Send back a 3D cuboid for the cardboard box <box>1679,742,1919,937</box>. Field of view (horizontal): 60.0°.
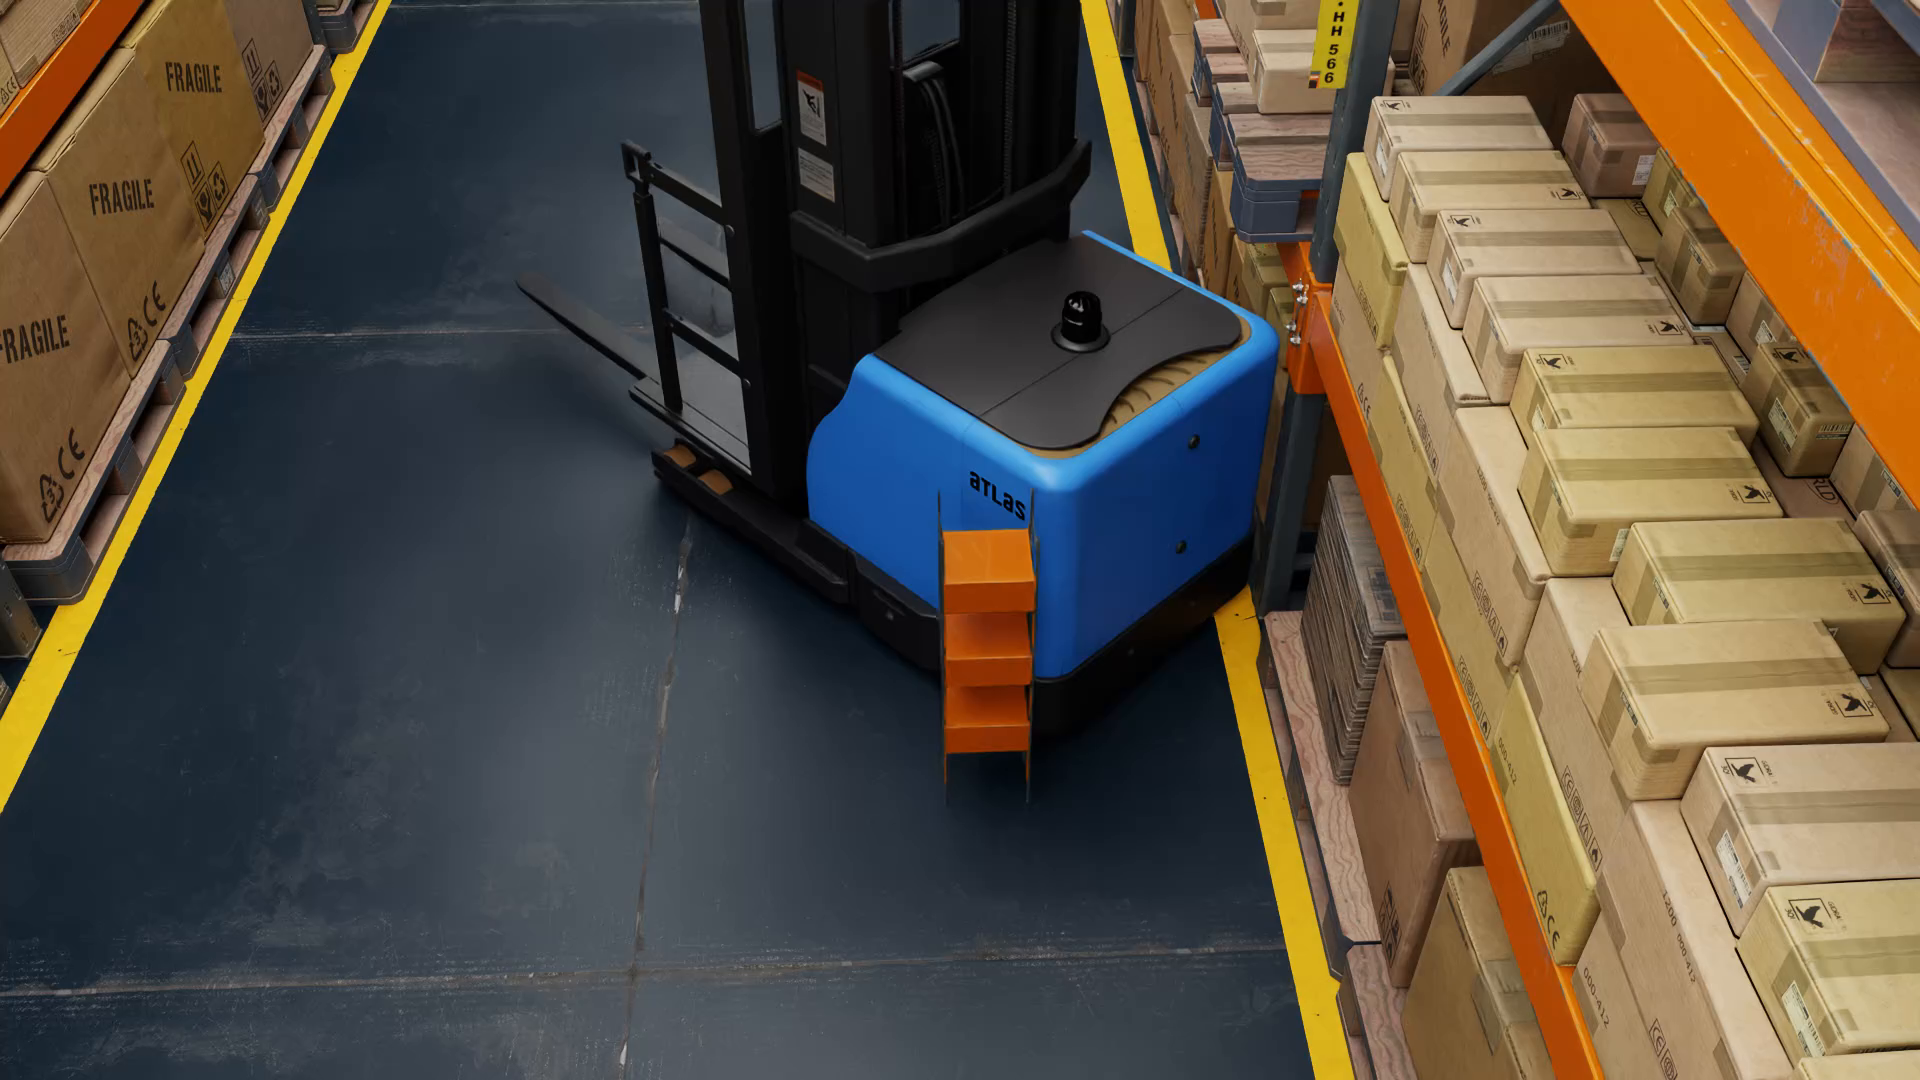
[{"bbox_3d":[1.325,0.446,2.490,0.380,0.149,0.250,-1,43,-1],"label":"cardboard box"}]

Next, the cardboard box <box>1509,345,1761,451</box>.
[{"bbox_3d":[1.308,-0.247,3.246,0.380,0.149,0.250,-1,43,-1],"label":"cardboard box"}]

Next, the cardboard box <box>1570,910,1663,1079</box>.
[{"bbox_3d":[1.345,0.855,2.708,0.500,0.250,0.500,-1,43,-2],"label":"cardboard box"}]

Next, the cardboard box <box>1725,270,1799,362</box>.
[{"bbox_3d":[1.844,-0.441,3.457,0.380,0.149,0.250,-2,43,-3],"label":"cardboard box"}]

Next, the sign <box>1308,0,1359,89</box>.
[{"bbox_3d":[0.934,-1.268,4.116,0.100,0.325,0.005,-2,43,-2],"label":"sign"}]

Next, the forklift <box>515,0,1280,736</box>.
[{"bbox_3d":[-0.445,-1.381,5.087,3.031,2.935,1.130,34,52,31],"label":"forklift"}]

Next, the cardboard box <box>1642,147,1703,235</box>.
[{"bbox_3d":[1.814,-0.781,3.829,0.380,0.149,0.250,-1,43,-1],"label":"cardboard box"}]

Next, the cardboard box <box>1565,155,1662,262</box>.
[{"bbox_3d":[1.772,-0.726,4.064,0.500,0.250,0.500,-1,43,-1],"label":"cardboard box"}]

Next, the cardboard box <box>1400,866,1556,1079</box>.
[{"bbox_3d":[1.553,1.145,3.728,0.875,0.625,0.625,-3,43,-4],"label":"cardboard box"}]

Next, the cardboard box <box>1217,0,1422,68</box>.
[{"bbox_3d":[1.107,-1.695,5.180,0.500,0.250,0.500,-3,43,-4],"label":"cardboard box"}]

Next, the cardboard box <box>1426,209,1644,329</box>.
[{"bbox_3d":[1.244,-0.592,3.622,0.380,0.149,0.250,-1,43,-1],"label":"cardboard box"}]

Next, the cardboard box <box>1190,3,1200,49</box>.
[{"bbox_3d":[1.165,-2.104,6.884,0.380,0.149,0.250,-2,43,-2],"label":"cardboard box"}]

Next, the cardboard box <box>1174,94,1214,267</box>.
[{"bbox_3d":[1.166,-1.447,6.648,0.500,0.500,0.500,-3,43,-3],"label":"cardboard box"}]

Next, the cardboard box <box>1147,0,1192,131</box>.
[{"bbox_3d":[1.134,-2.134,7.398,0.500,0.500,0.500,-2,43,-2],"label":"cardboard box"}]

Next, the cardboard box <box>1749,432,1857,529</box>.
[{"bbox_3d":[1.814,-0.043,3.318,0.500,0.250,0.500,-2,43,-2],"label":"cardboard box"}]

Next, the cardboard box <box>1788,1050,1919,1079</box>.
[{"bbox_3d":[1.278,0.793,2.111,0.380,0.149,0.250,-3,43,-3],"label":"cardboard box"}]

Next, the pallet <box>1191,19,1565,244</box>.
[{"bbox_3d":[1.377,-1.278,5.066,1.213,0.211,1.003,-2,43,-2],"label":"pallet"}]

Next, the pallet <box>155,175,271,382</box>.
[{"bbox_3d":[-3.491,-1.076,6.767,1.003,0.211,1.213,-2,43,-2],"label":"pallet"}]

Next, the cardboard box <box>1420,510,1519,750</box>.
[{"bbox_3d":[1.295,0.156,3.470,0.500,0.250,0.500,-3,43,-3],"label":"cardboard box"}]

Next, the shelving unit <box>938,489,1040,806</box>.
[{"bbox_3d":[0.072,0.325,4.619,0.252,1.050,0.215,-2,43,-2],"label":"shelving unit"}]

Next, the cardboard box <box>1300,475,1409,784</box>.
[{"bbox_3d":[1.488,0.249,4.705,0.875,0.625,0.625,0,43,0],"label":"cardboard box"}]

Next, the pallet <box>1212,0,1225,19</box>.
[{"bbox_3d":[1.388,-2.135,6.001,1.003,0.211,1.213,-2,43,-2],"label":"pallet"}]

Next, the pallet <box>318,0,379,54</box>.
[{"bbox_3d":[-3.608,-2.936,8.797,1.003,0.211,1.213,-2,43,-2],"label":"pallet"}]

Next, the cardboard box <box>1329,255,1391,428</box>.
[{"bbox_3d":[1.250,-0.531,4.220,0.500,0.250,0.500,-1,43,-2],"label":"cardboard box"}]

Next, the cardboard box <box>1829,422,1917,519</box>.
[{"bbox_3d":[1.872,-0.096,3.081,0.380,0.149,0.250,-2,43,-2],"label":"cardboard box"}]

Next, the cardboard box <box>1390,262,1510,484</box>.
[{"bbox_3d":[1.270,-0.377,3.682,0.500,0.250,0.500,0,43,0],"label":"cardboard box"}]

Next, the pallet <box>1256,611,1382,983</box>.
[{"bbox_3d":[1.471,0.692,4.839,1.003,0.211,1.213,-2,43,-2],"label":"pallet"}]

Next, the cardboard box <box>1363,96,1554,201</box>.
[{"bbox_3d":[1.195,-0.945,4.007,0.380,0.149,0.250,0,43,-1],"label":"cardboard box"}]

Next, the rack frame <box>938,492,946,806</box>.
[{"bbox_3d":[-0.050,0.329,4.614,0.008,1.050,0.200,-2,43,-2],"label":"rack frame"}]

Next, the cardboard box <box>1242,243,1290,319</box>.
[{"bbox_3d":[1.159,-0.875,5.543,0.380,0.149,0.250,-4,43,-4],"label":"cardboard box"}]

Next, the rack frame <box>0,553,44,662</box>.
[{"bbox_3d":[-3.484,-0.748,4.346,1.000,3.000,0.127,-2,43,-2],"label":"rack frame"}]

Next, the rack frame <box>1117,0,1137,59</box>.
[{"bbox_3d":[1.306,-3.593,7.450,1.000,3.000,0.127,-2,43,-2],"label":"rack frame"}]

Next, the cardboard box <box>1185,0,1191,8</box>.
[{"bbox_3d":[1.166,-2.458,7.271,0.380,0.149,0.250,-4,43,-4],"label":"cardboard box"}]

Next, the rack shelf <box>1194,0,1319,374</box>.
[{"bbox_3d":[1.391,-1.978,6.220,1.077,0.370,4.000,-2,43,-2],"label":"rack shelf"}]

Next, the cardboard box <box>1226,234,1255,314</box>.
[{"bbox_3d":[1.232,-0.744,5.880,0.500,0.500,0.500,-2,43,-2],"label":"cardboard box"}]

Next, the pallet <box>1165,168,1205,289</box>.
[{"bbox_3d":[1.433,-1.191,6.894,1.003,0.211,1.213,-2,43,-2],"label":"pallet"}]

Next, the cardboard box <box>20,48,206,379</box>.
[{"bbox_3d":[-3.464,-1.190,6.090,0.875,0.875,0.875,-1,43,-1],"label":"cardboard box"}]

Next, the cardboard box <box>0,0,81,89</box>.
[{"bbox_3d":[-3.309,-1.731,5.529,0.500,0.250,0.500,0,43,0],"label":"cardboard box"}]

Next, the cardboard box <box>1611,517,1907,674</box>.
[{"bbox_3d":[1.368,0.099,2.868,0.380,0.149,0.250,-2,43,-2],"label":"cardboard box"}]

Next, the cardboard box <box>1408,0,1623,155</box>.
[{"bbox_3d":[1.610,-1.436,4.712,0.500,0.500,0.500,0,43,0],"label":"cardboard box"}]

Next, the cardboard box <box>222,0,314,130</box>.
[{"bbox_3d":[-3.547,-2.403,7.414,0.875,0.875,0.875,0,43,0],"label":"cardboard box"}]

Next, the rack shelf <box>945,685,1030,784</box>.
[{"bbox_3d":[0.072,0.538,4.814,0.240,0.259,0.215,-2,43,-2],"label":"rack shelf"}]

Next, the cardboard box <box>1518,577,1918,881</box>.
[{"bbox_3d":[1.321,0.321,2.921,0.500,0.250,0.500,-1,43,-1],"label":"cardboard box"}]

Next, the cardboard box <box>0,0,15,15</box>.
[{"bbox_3d":[-3.288,-1.912,5.357,0.500,0.250,0.500,-2,43,-2],"label":"cardboard box"}]
